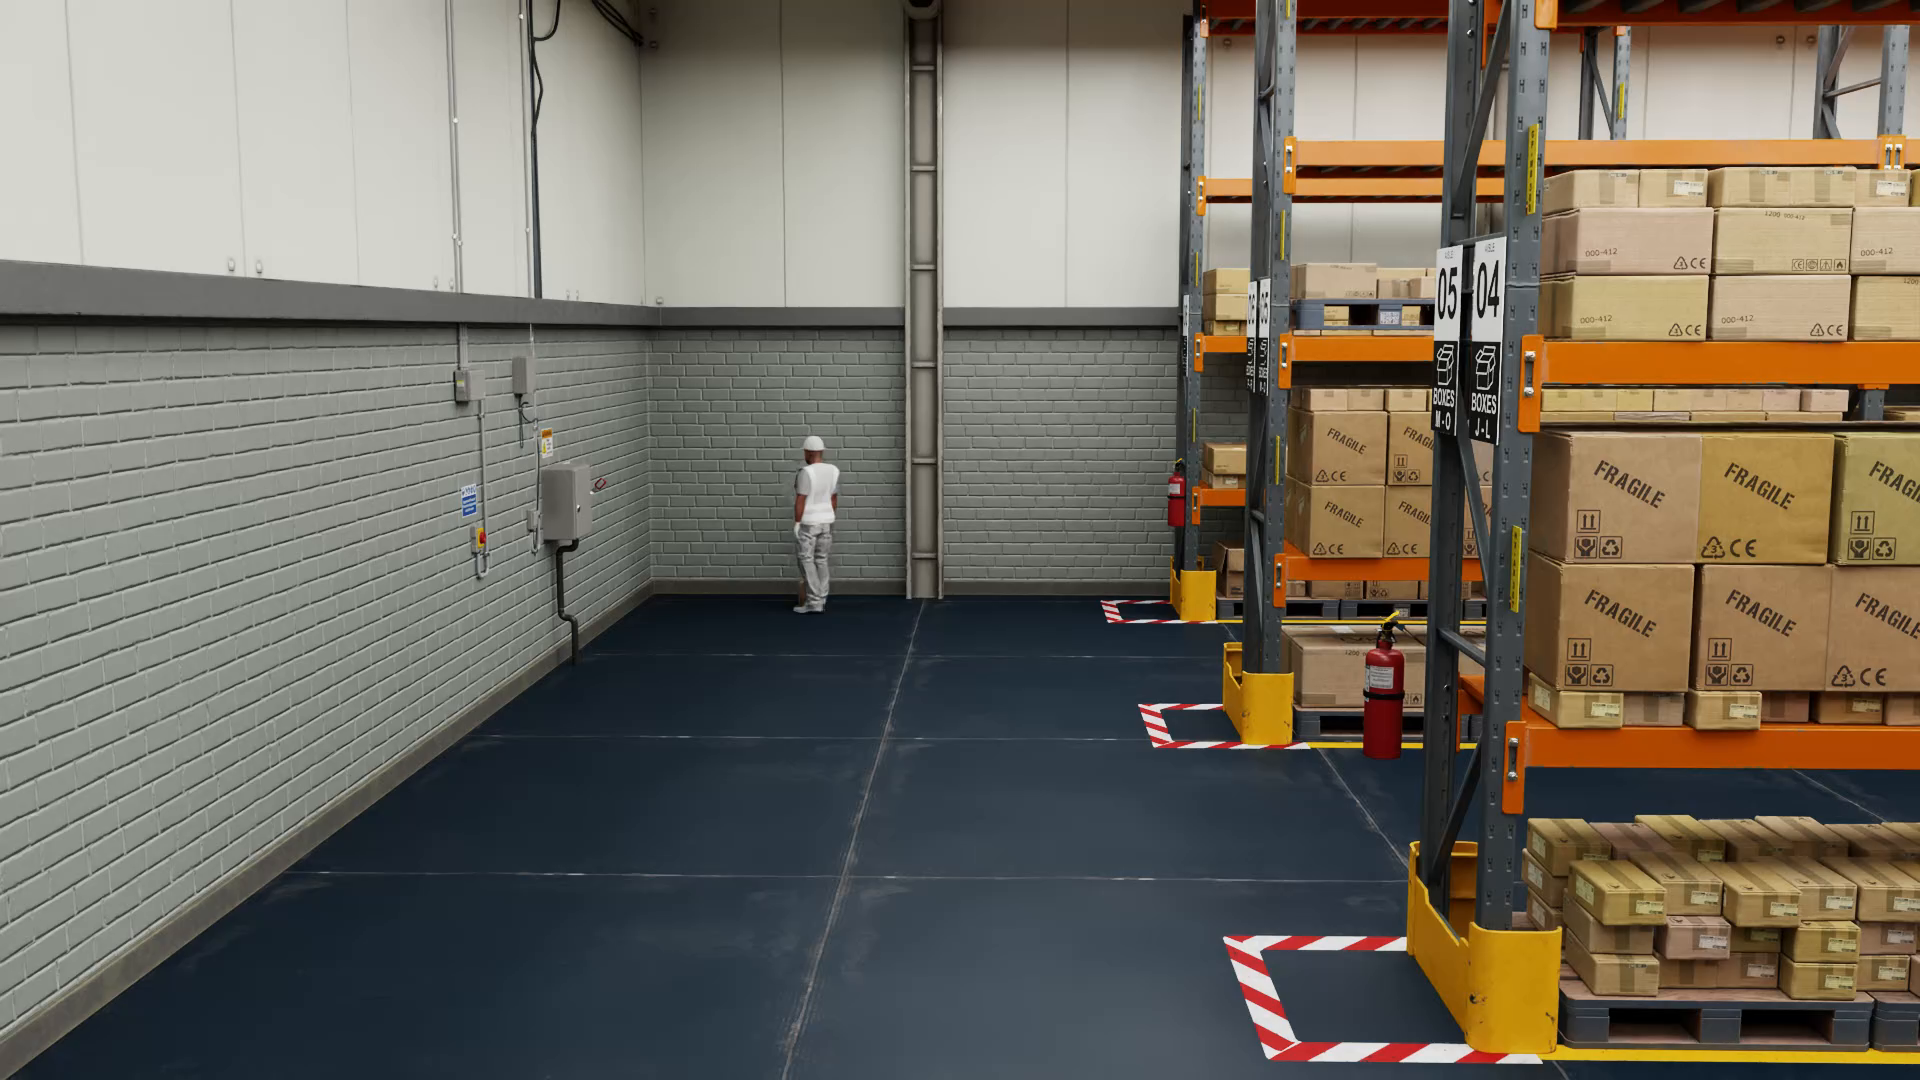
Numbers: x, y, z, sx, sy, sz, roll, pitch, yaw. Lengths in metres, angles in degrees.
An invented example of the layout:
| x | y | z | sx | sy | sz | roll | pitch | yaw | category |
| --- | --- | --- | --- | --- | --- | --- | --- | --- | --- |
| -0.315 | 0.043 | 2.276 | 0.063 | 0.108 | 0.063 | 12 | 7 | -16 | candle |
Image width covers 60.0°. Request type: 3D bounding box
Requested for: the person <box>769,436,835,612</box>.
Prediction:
| x | y | z | sx | sy | sz | roll | pitch | yaw | category |
| --- | --- | --- | --- | --- | --- | --- | --- | --- | --- |
| -1.601 | -0.160 | 16.836 | 0.669 | 1.775 | 0.411 | -3 | 8 | -24 | person |
